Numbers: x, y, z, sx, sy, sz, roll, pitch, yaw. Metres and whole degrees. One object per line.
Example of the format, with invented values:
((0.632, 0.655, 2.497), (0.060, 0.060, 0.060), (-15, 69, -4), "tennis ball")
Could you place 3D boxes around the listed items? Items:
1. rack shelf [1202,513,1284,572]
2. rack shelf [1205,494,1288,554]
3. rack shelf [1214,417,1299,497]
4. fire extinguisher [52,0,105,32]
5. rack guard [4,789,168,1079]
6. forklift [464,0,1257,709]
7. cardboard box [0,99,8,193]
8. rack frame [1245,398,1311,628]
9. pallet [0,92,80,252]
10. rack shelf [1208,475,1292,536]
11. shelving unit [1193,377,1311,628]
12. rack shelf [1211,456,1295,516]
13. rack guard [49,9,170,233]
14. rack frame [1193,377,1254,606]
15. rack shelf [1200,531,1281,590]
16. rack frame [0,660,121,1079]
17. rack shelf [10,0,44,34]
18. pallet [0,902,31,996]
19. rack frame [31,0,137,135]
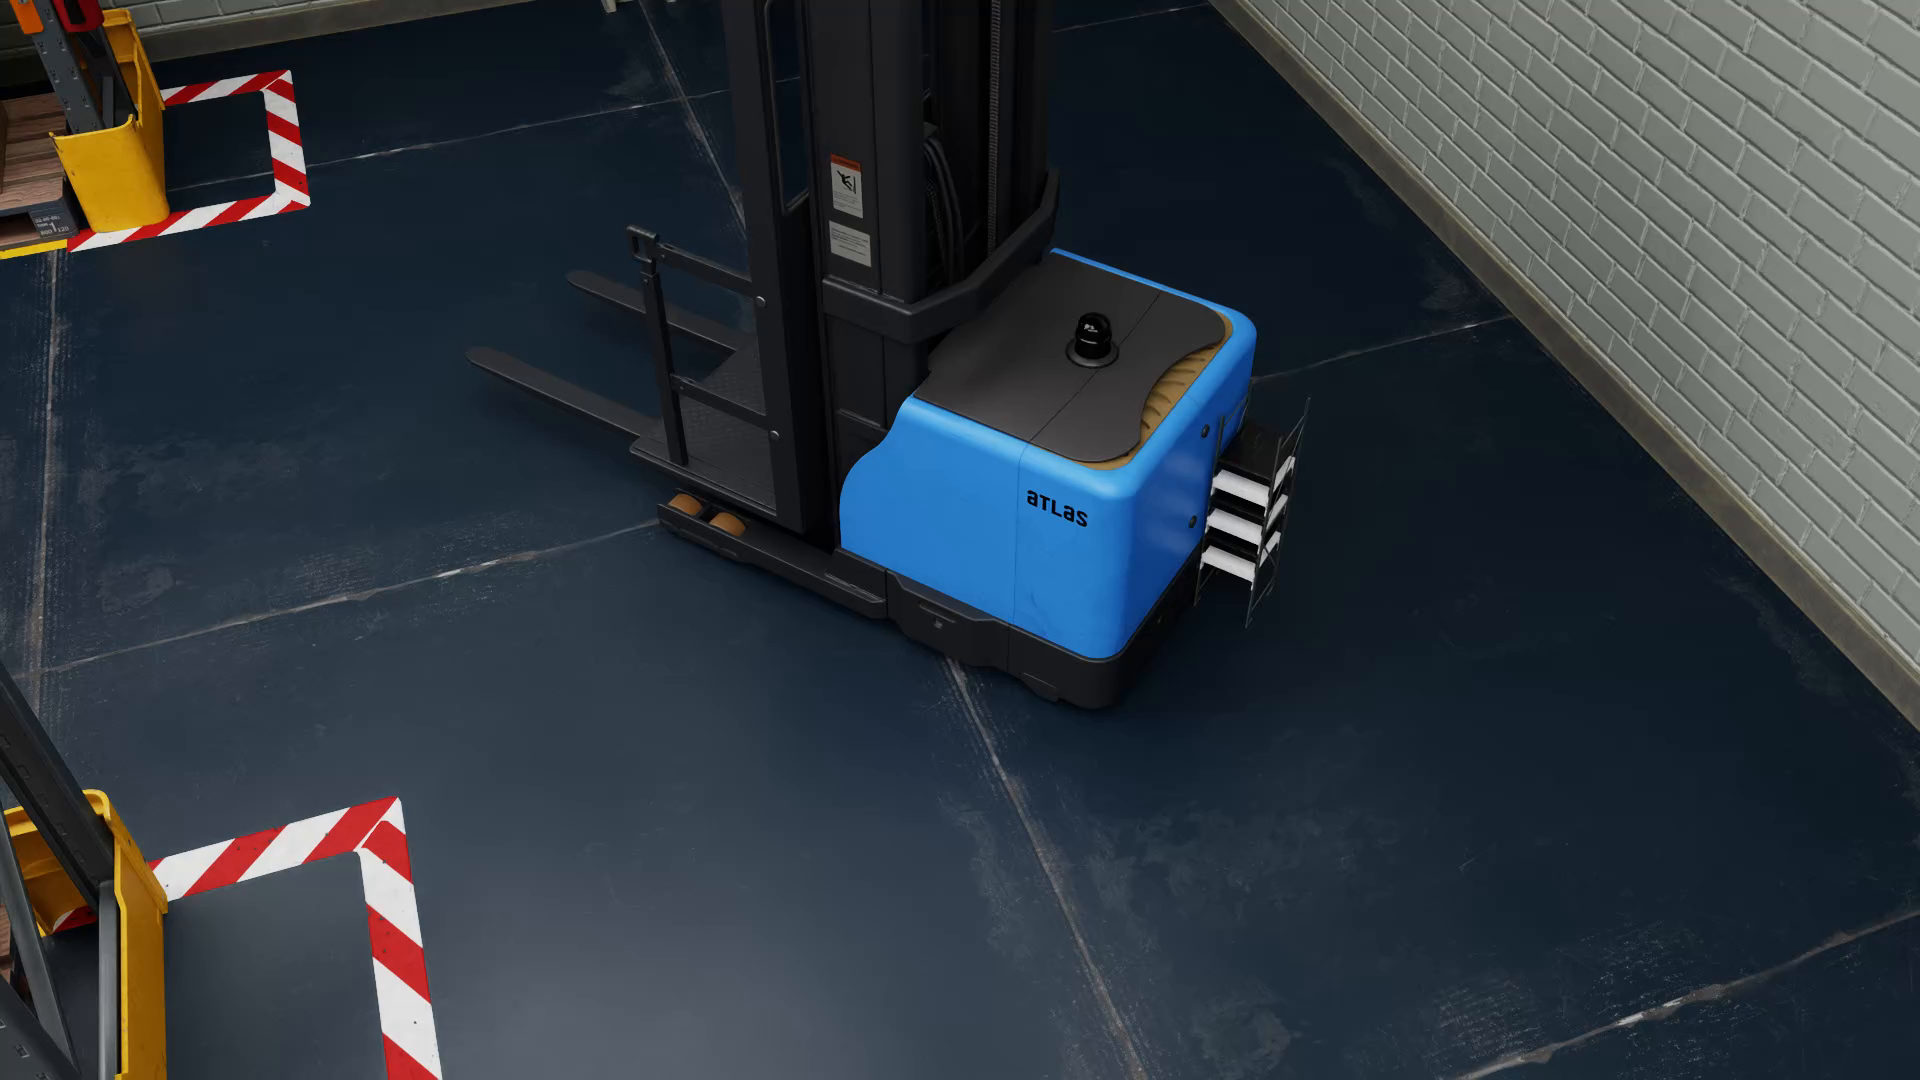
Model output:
((0.996, -0.026, 5.815), (0.200, 0.077, 0.258), (23, 50, 22), "rack shelf")
((0.996, -0.090, 5.751), (0.200, 0.077, 0.258), (23, 50, 22), "rack shelf")
((0.996, -0.280, 5.560), (0.200, 0.077, 0.258), (23, 50, 22), "rack shelf")
((-3.756, -2.452, 6.894), (0.183, 0.674, 0.296), (-14, 47, -14), "fire extinguisher")
((-2.440, 1.317, 4.584), (0.348, 0.500, 1.175), (-14, 47, -14), "rack guard")
((-0.531, -1.265, 5.442), (3.031, 2.935, 1.130), (23, 50, 22), "forklift")
((-4.679, -1.913, 7.508), (0.500, 0.500, 0.700), (-14, 47, -14), "cardboard box")
((1.083, -0.075, 5.690), (0.006, 0.900, 0.240), (23, 50, 22), "rack frame")
((-4.780, -1.654, 7.749), (1.213, 0.211, 1.003), (-14, 47, -14), "pallet")
((0.996, -0.153, 5.687), (0.200, 0.077, 0.258), (23, 50, 22), "rack shelf")
((0.996, -0.113, 5.727), (0.210, 0.900, 0.258), (23, 50, 22), "shelving unit")
((0.996, -0.217, 5.623), (0.200, 0.077, 0.258), (23, 50, 22), "rack shelf")
((-4.032, -2.006, 7.896), (0.348, 0.500, 1.175), (-14, 47, -14), "rack guard")
((0.909, -0.151, 5.765), (0.006, 0.900, 0.240), (23, 50, 22), "rack frame")
((0.996, 0.038, 5.878), (0.200, 0.077, 0.258), (23, 50, 22), "rack shelf")
((-2.369, 0.417, 3.717), (0.127, 3.000, 1.000), (-14, 47, -14), "rack frame")
((-5.935, -2.148, 6.781), (4.000, 0.370, 1.077), (-14, 47, -14), "rack shelf")
((-3.190, 1.612, 4.495), (1.213, 0.211, 1.003), (-14, 47, -14), "pallet")
((-4.054, -2.883, 7.005), (0.127, 3.000, 1.000), (-14, 47, -14), "rack frame")
